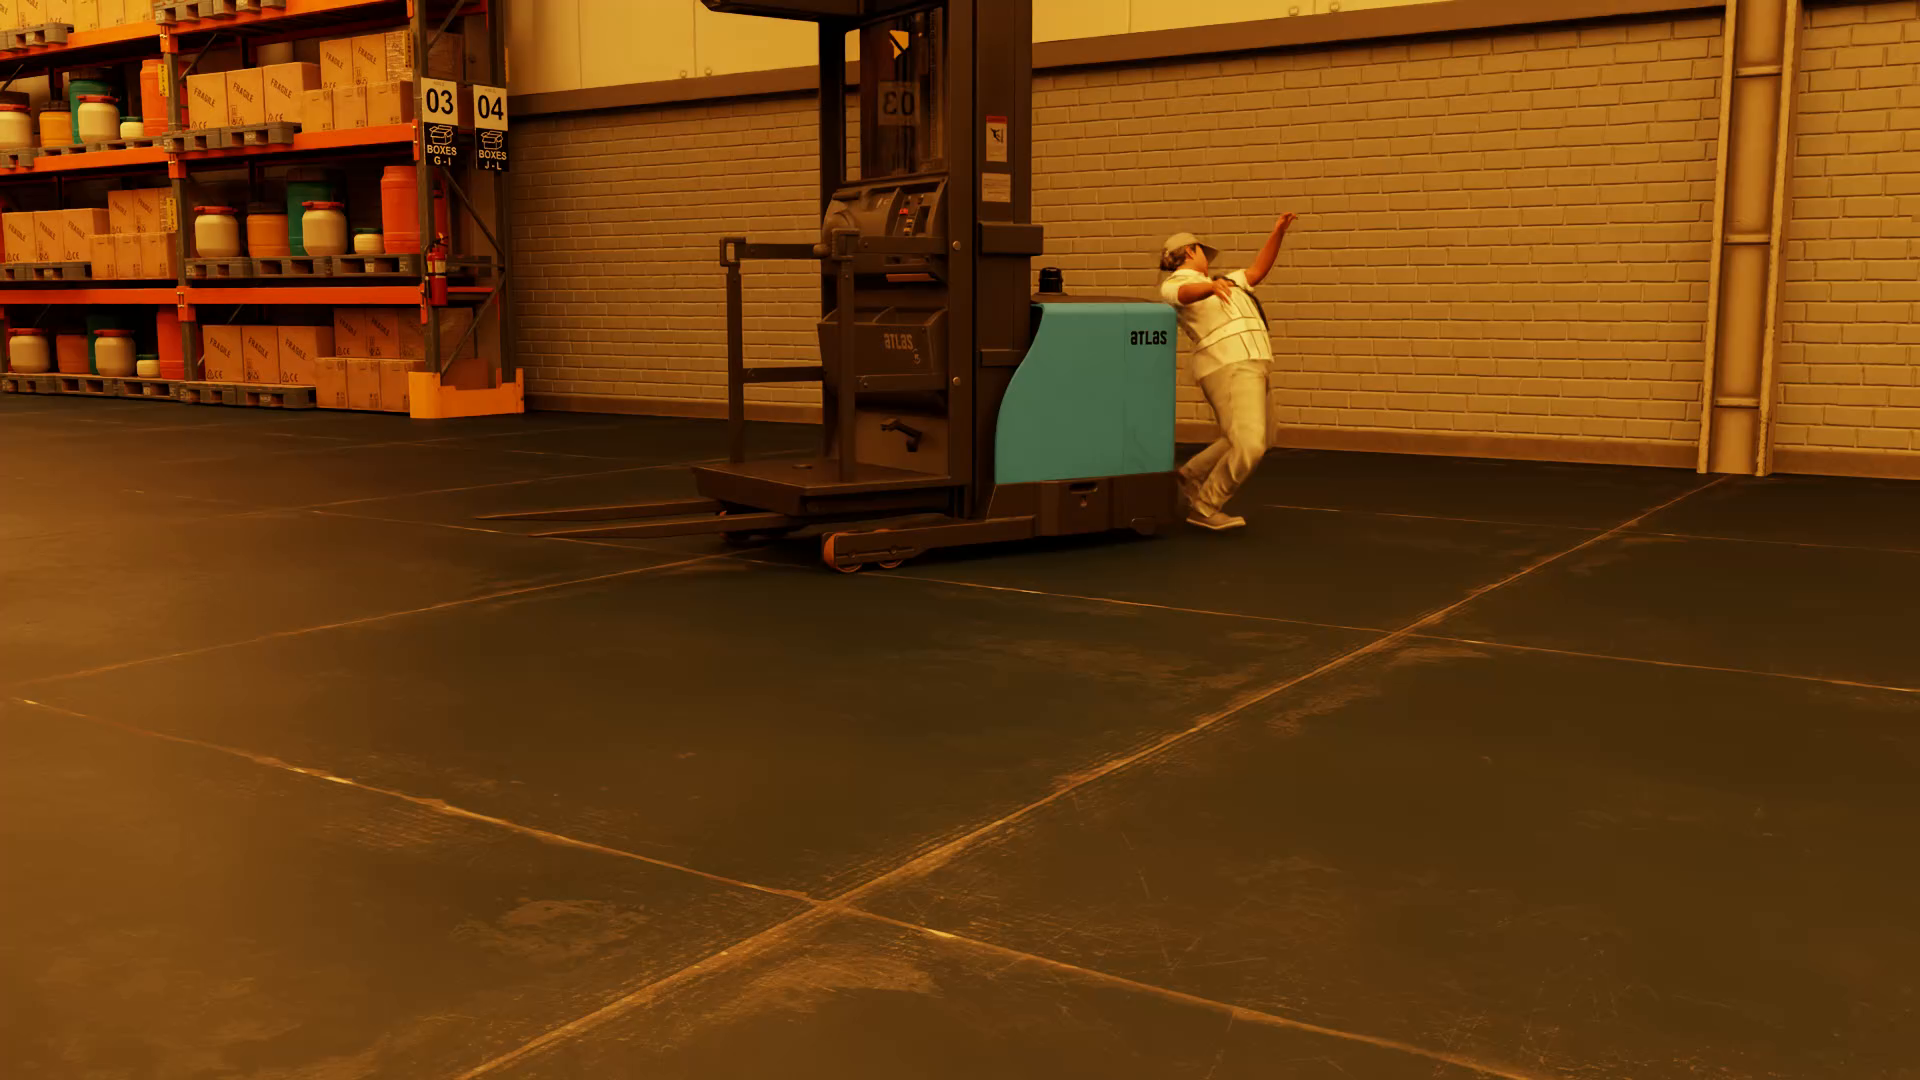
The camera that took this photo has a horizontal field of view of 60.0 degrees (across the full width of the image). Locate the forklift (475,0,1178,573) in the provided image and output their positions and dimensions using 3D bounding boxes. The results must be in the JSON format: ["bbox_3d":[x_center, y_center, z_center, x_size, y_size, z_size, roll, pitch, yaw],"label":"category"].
[{"bbox_3d":[-0.507,-1.403,7.061,3.031,2.935,1.130,-5,10,-33],"label":"forklift"}]

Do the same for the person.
[{"bbox_3d":[1.200,-0.787,7.764,0.655,1.470,1.031,3,9,18],"label":"person"}]
